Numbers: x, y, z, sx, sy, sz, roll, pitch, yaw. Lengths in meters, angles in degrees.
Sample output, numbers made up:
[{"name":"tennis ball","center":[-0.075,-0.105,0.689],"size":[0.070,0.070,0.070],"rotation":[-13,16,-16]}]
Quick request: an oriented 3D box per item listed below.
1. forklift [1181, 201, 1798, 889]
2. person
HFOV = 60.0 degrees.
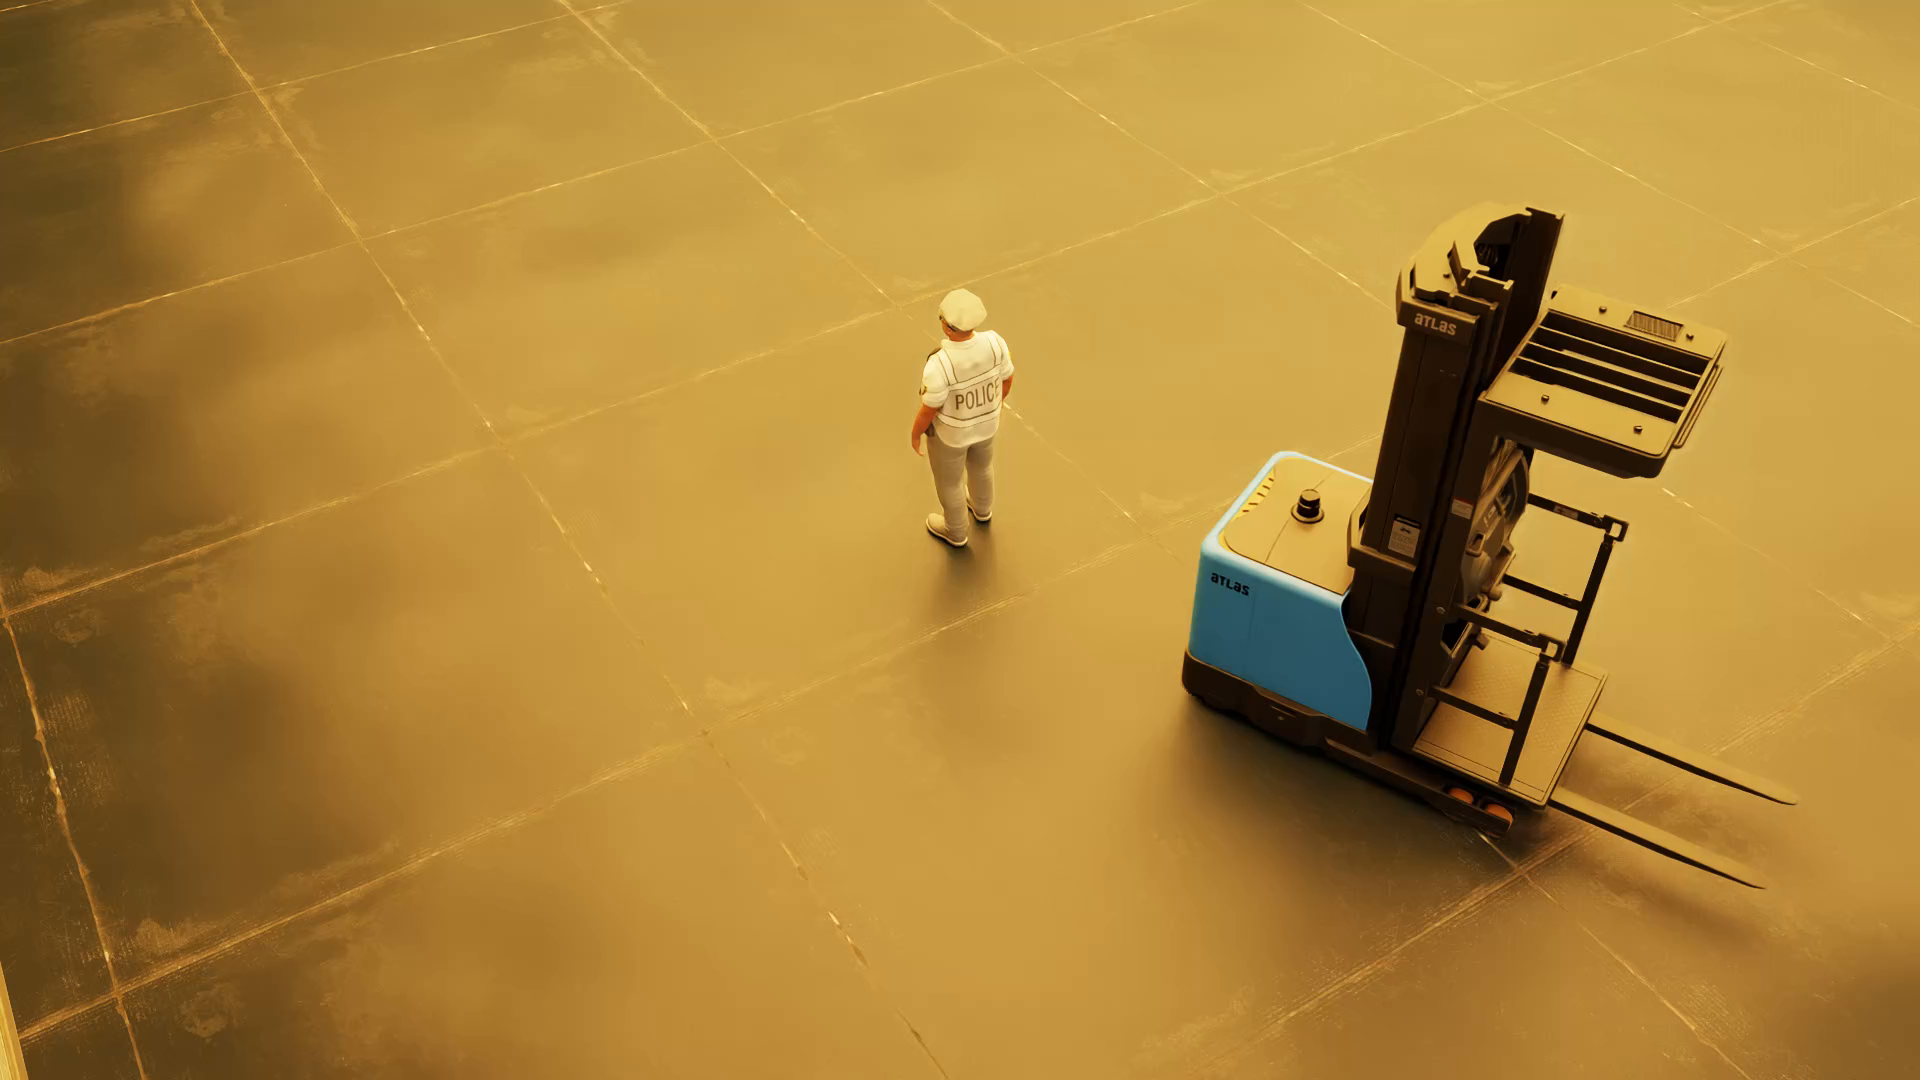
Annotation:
[{"name":"forklift","center":[2.729,-0.010,7.882],"size":[3.031,2.935,1.130],"rotation":[23,46,24]},{"name":"person","center":[-0.032,-0.724,9.561],"size":[0.641,1.781,0.574],"rotation":[-23,46,-24]}]
